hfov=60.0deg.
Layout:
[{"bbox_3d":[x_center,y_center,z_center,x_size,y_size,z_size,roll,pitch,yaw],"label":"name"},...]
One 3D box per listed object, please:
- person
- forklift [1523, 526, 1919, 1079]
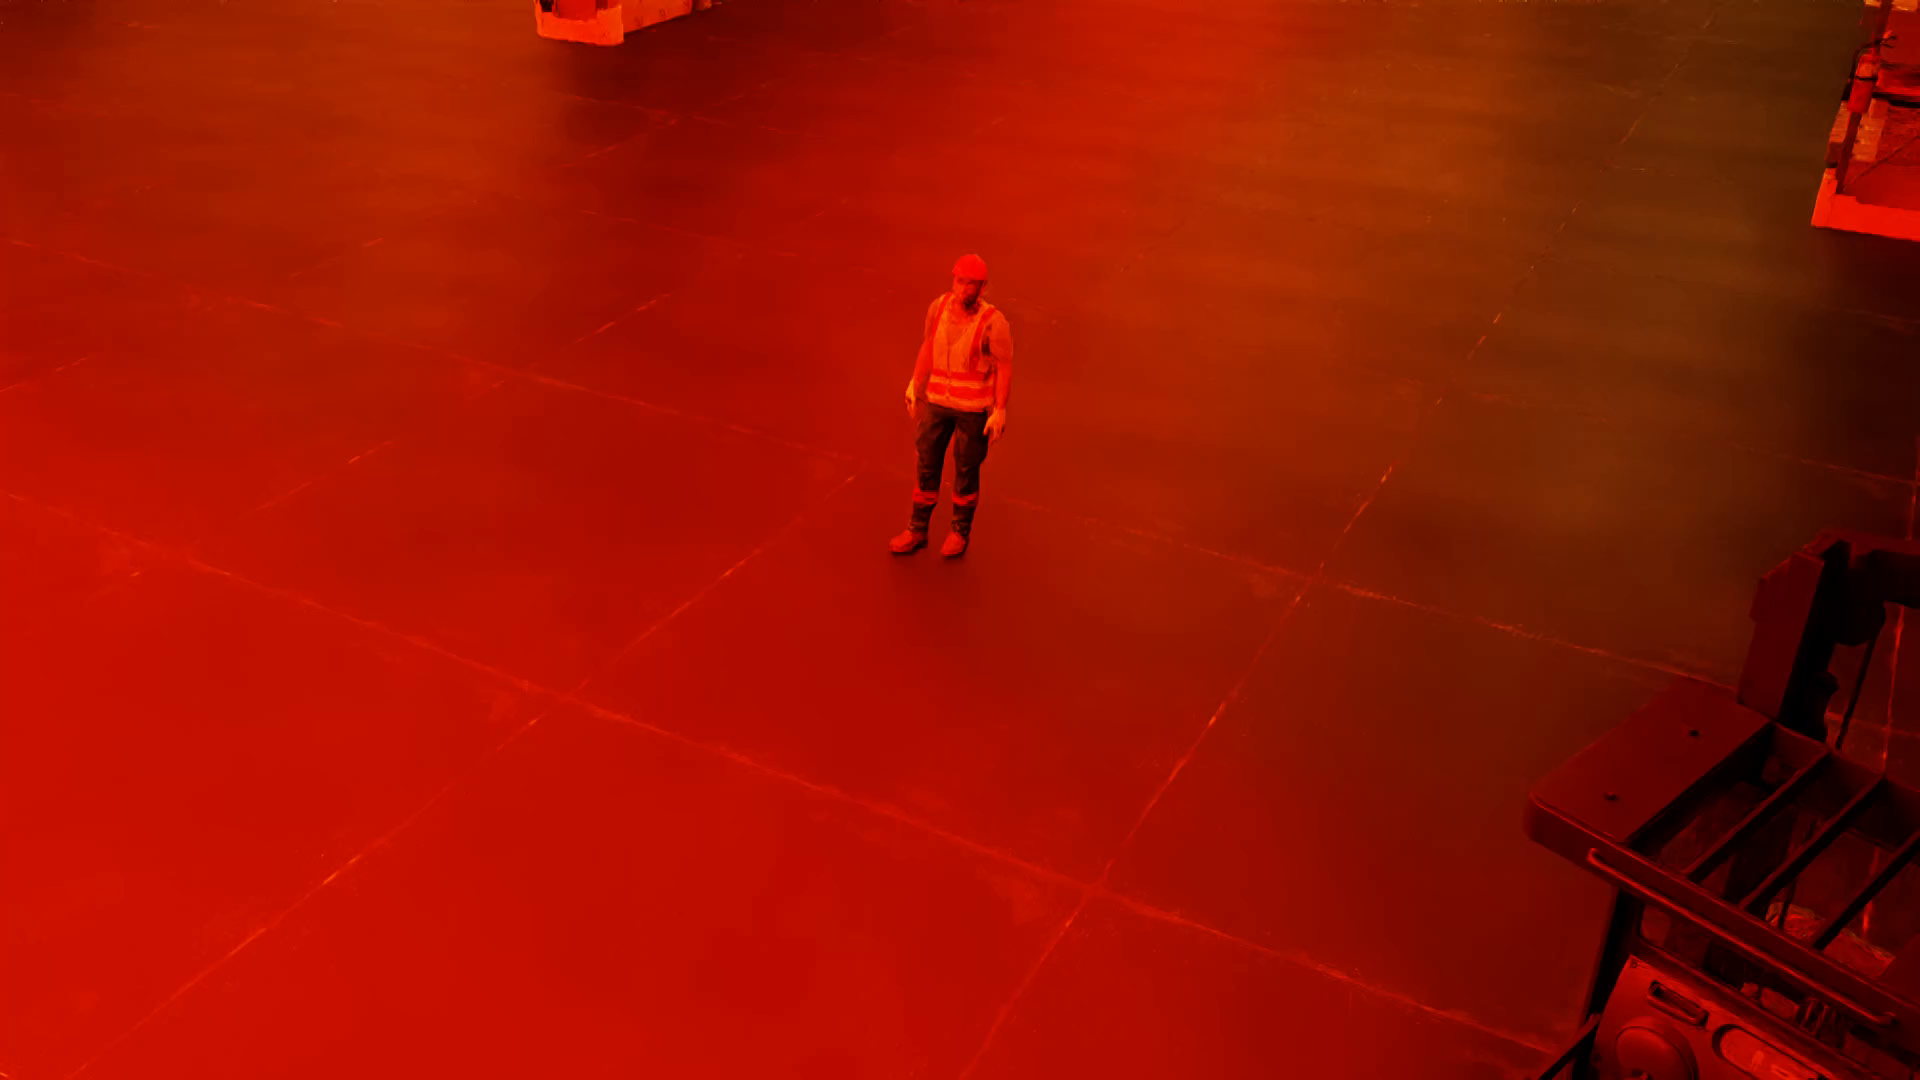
[{"bbox_3d":[-0.048,-0.748,9.496,0.637,1.787,0.563,15,33,25],"label":"person"},{"bbox_3d":[2.043,1.549,4.387,3.031,2.935,1.130,-24,37,-35],"label":"forklift"}]
